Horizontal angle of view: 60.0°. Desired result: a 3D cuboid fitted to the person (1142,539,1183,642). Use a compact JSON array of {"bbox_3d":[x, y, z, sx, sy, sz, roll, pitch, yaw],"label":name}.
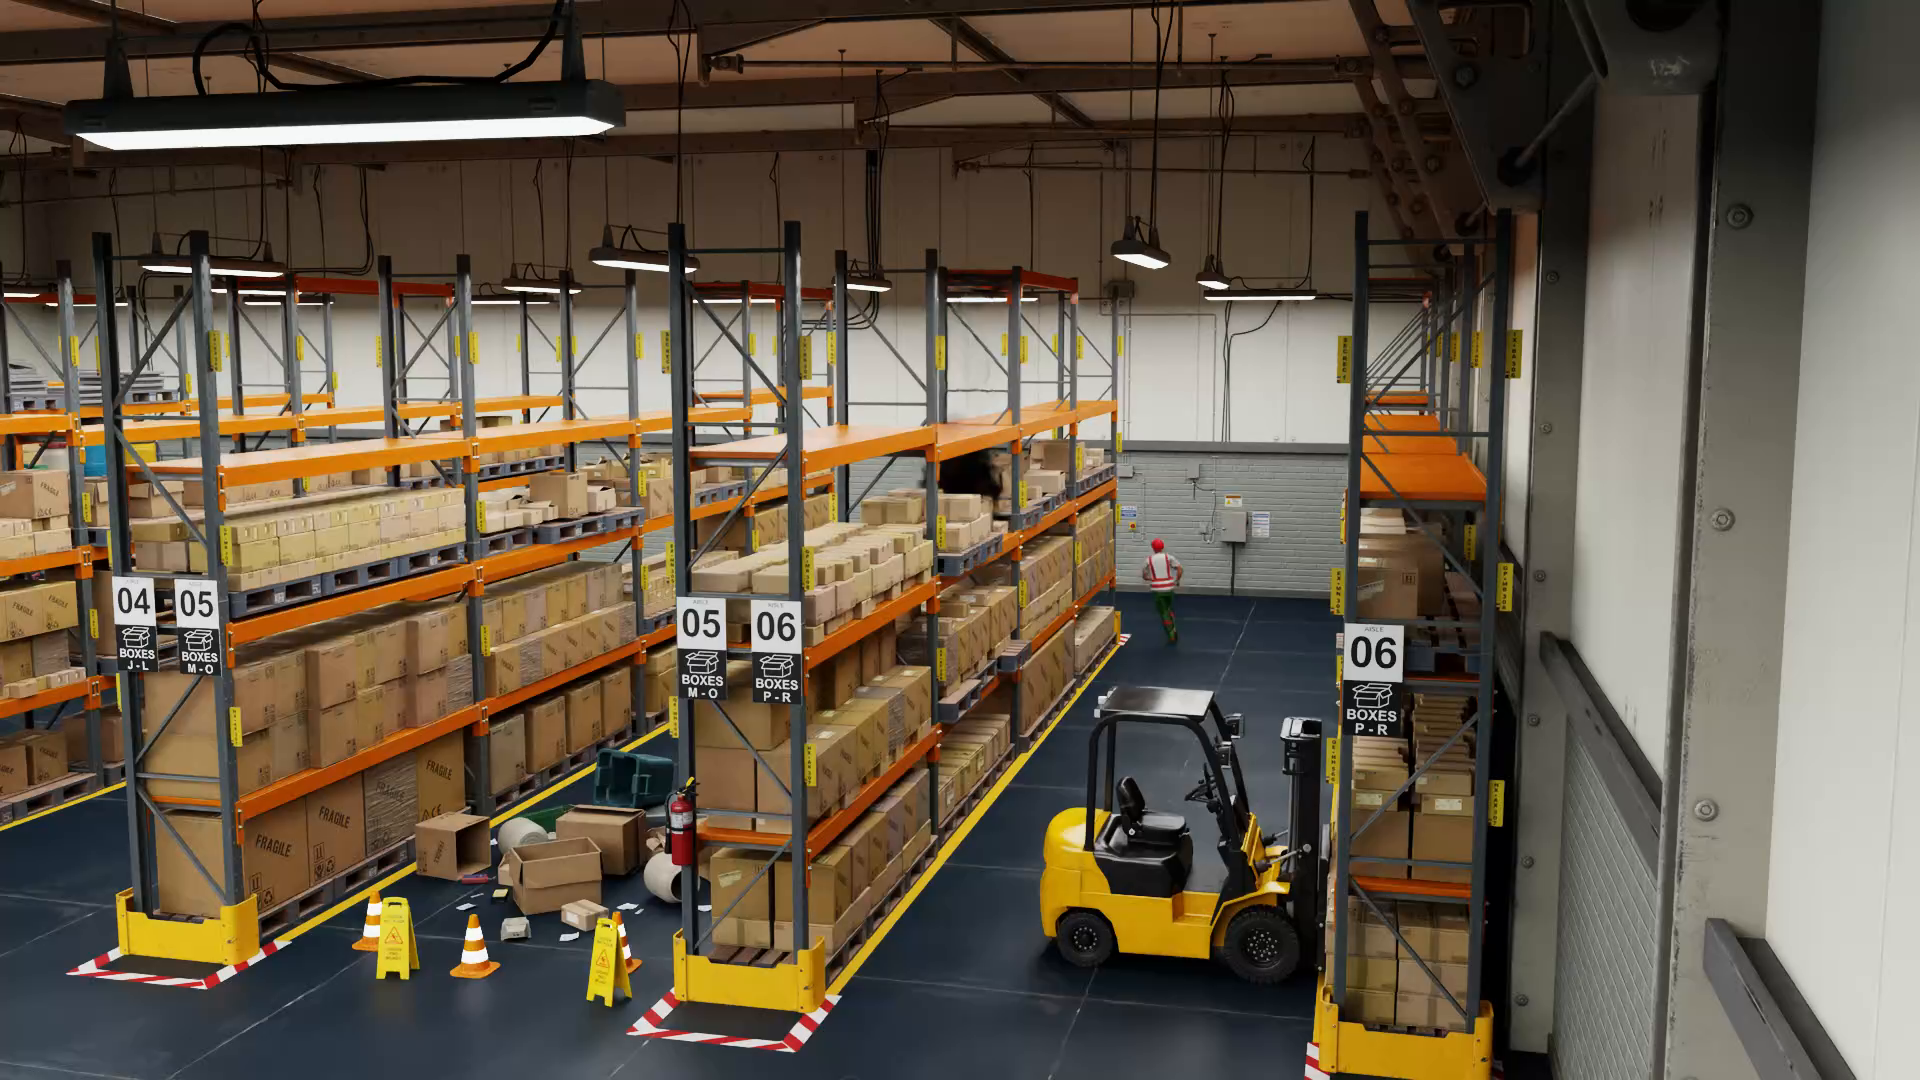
[{"bbox_3d":[3.413,0.860,28.222,0.667,1.790,0.667,-1,7,-10],"label":"person"}]
